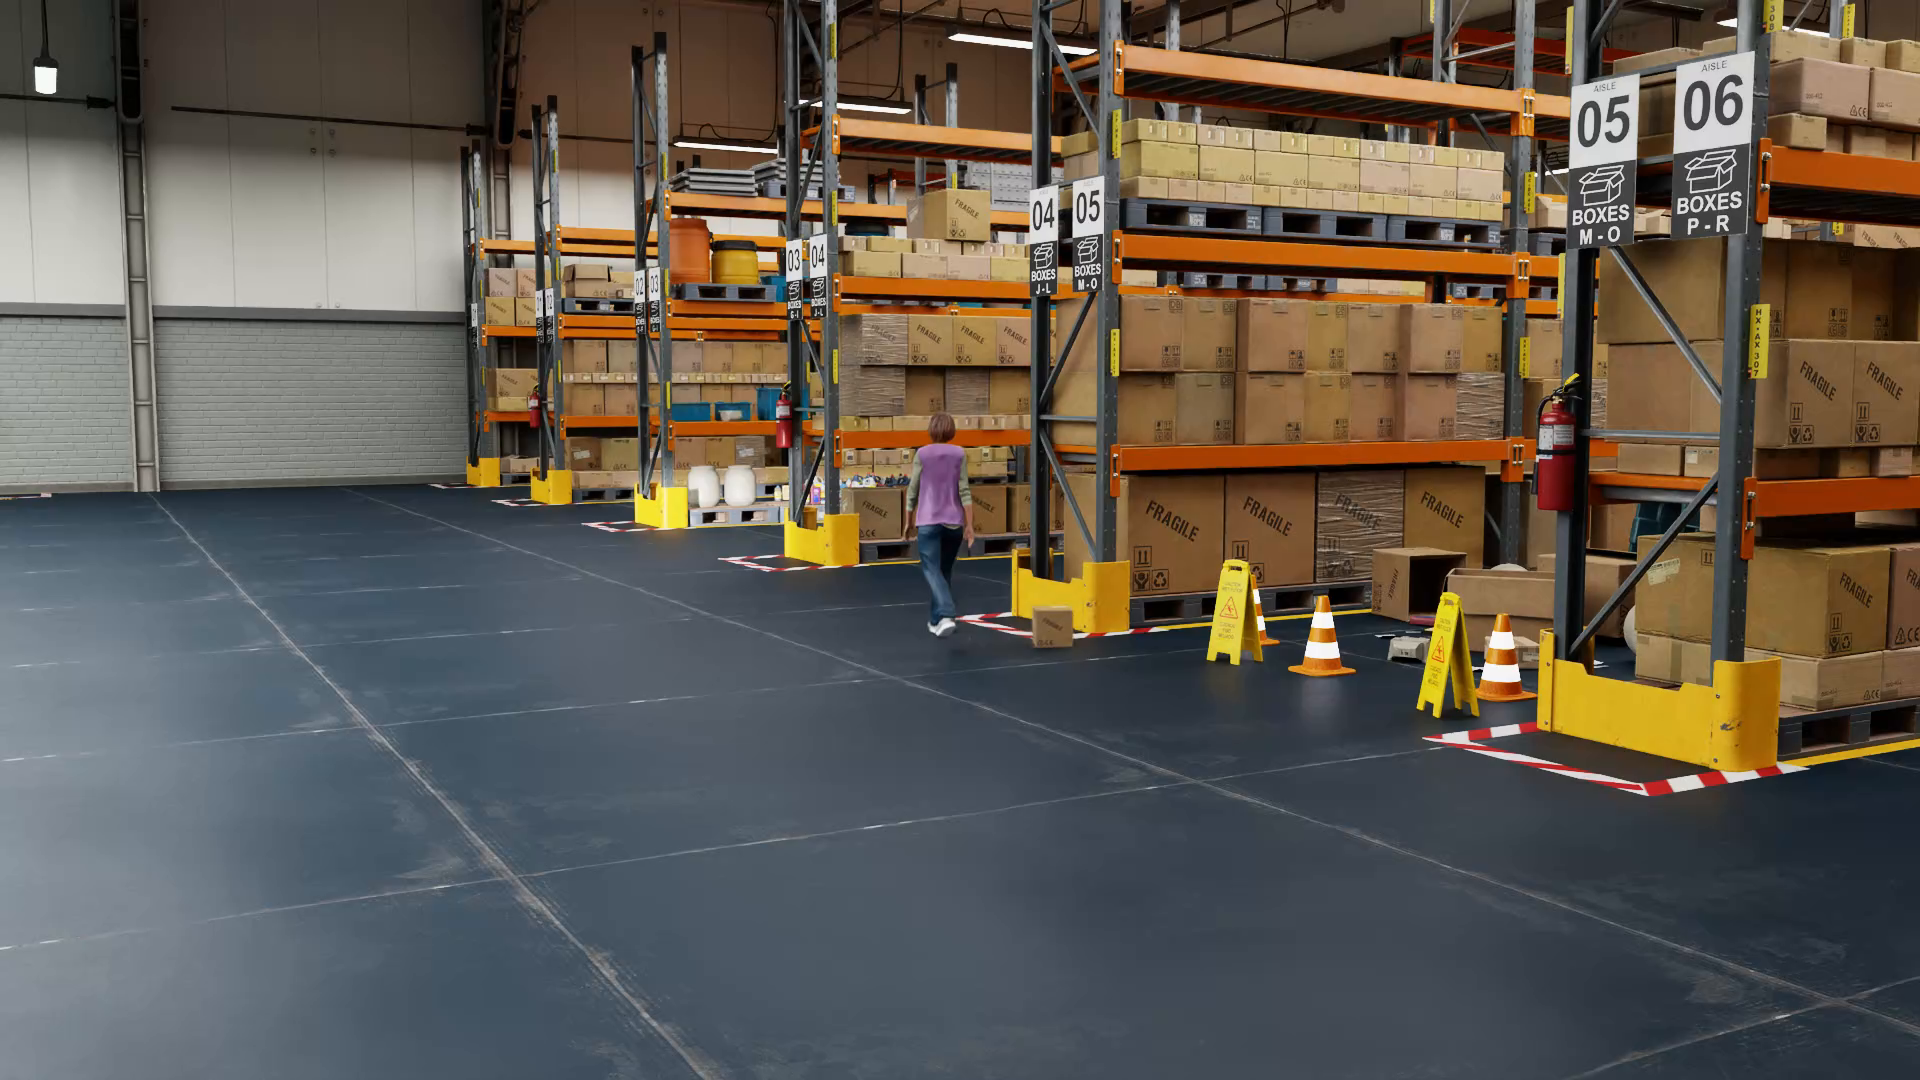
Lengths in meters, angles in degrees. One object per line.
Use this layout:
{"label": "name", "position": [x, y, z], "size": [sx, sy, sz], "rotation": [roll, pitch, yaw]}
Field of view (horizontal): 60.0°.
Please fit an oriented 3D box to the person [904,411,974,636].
{"label": "person", "position": [-0.140, -0.103, 11.339], "size": [0.435, 1.552, 0.942], "rotation": [-1, 5, -15]}
